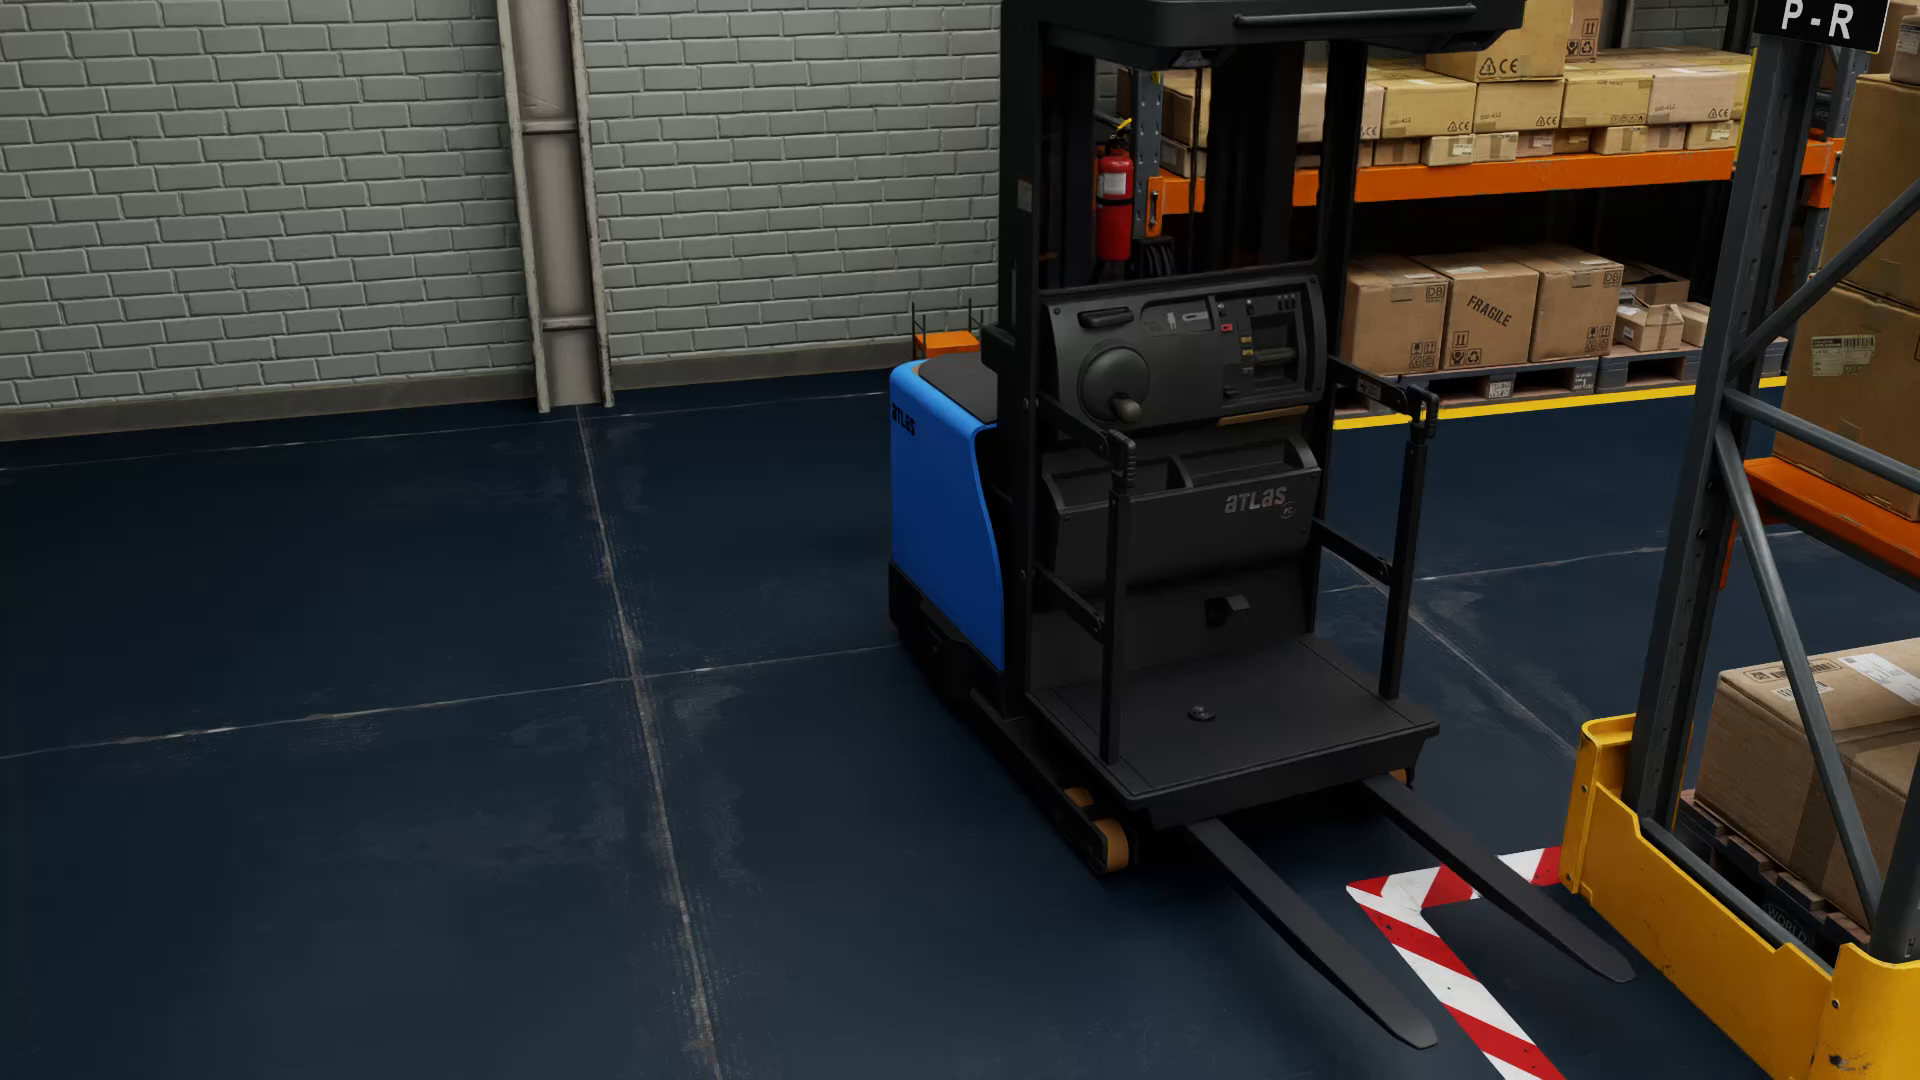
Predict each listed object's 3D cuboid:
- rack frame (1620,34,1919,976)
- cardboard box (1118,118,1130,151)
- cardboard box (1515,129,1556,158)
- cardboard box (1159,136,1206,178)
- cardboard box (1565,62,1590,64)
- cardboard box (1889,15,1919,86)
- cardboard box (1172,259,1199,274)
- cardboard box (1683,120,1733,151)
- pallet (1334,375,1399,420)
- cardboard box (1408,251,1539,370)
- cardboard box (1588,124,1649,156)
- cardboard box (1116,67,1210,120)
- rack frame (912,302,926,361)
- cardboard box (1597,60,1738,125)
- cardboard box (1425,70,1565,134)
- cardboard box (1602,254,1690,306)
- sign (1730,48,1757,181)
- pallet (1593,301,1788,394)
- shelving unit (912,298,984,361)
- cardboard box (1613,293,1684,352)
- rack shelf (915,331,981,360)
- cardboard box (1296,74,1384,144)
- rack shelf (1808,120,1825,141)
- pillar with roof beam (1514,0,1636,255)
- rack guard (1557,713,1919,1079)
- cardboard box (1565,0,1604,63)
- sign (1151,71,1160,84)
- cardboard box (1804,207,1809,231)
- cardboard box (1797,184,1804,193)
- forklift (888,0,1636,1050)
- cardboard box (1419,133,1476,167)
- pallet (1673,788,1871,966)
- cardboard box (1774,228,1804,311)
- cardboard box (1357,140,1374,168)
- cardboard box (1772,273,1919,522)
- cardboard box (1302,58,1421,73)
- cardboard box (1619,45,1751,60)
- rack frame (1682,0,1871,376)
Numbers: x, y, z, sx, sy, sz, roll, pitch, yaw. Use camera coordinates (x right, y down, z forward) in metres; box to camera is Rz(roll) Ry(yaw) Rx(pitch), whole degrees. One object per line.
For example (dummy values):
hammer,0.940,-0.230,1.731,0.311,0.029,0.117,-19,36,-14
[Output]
rack frame,2.099,-0.193,3.896,0.127,3.000,1.000,-6,24,-14
cardboard box,1.001,-2.099,8.656,0.250,0.149,0.380,-7,24,-15
cardboard box,2.877,-2.100,8.659,0.250,0.149,0.380,-6,24,-14
cardboard box,1.145,-1.893,8.175,0.250,0.149,0.380,-6,24,-15
cardboard box,3.078,-2.510,9.110,0.500,0.250,0.500,-6,24,-13
cardboard box,2.391,-1.111,3.817,0.250,0.149,0.380,-6,24,-14
cardboard box,1.369,-1.152,8.764,0.637,0.503,0.797,-7,24,-16
cardboard box,3.879,-2.185,8.857,0.250,0.149,0.380,-6,24,-13
pallet,1.595,-0.889,9.054,1.213,0.211,1.003,-6,24,-14
cardboard box,2.739,-1.245,8.985,0.500,0.500,0.500,-6,24,-13
cardboard box,3.380,-2.130,8.728,0.250,0.149,0.380,-7,24,-15
cardboard box,1.126,-2.295,8.607,0.500,0.250,0.500,-6,24,-13
rack frame,-0.169,-0.464,6.999,0.008,1.050,0.200,-6,24,-14
cardboard box,3.703,-2.365,8.771,0.500,0.250,0.500,-6,24,-14
cardboard box,2.723,-2.263,8.532,0.500,0.250,0.500,-7,24,-16
cardboard box,3.906,-1.480,9.772,0.500,0.311,0.500,-5,24,-12
sign,1.966,-1.041,4.104,0.005,0.325,0.100,-6,24,-14
pallet,3.944,-1.149,9.660,1.213,0.211,1.003,-6,24,-14
shelving unit,-0.052,-0.477,7.030,0.252,1.050,0.215,-6,24,-14
cardboard box,3.805,-1.231,9.249,0.258,0.266,0.396,-5,24,-12
rack shelf,-0.052,-0.728,6.922,0.240,0.259,0.215,-6,24,-14
cardboard box,1.750,-2.145,8.257,0.500,0.250,0.500,-6,24,-14
rack shelf,6.532,-2.386,9.918,4.000,0.370,1.077,-6,24,-14
pillar with roof beam,4.855,-3.894,4.912,0.400,9.000,9.100,-6,24,-14
rack guard,2.076,0.958,4.383,0.348,0.500,1.175,-6,24,-14
cardboard box,3.100,-2.858,8.969,0.500,0.500,0.500,-7,24,-16
sign,0.901,-2.269,7.636,0.005,0.325,0.100,-6,24,-14
cardboard box,5.023,-1.783,9.416,0.250,0.149,0.380,-5,24,-12
cardboard box,5.134,-2.024,9.979,0.250,0.149,0.380,-6,24,-14
forklift,0.780,-0.547,4.808,1.130,2.935,3.031,-10,25,-21
cardboard box,2.399,-2.011,8.451,0.250,0.149,0.380,-7,24,-16
pallet,2.848,0.974,4.713,1.213,0.211,1.003,-6,24,-14
cardboard box,5.133,-1.514,9.611,0.500,0.500,0.500,-5,24,-12
cardboard box,1.881,-1.982,8.384,0.250,0.149,0.380,-6,24,-13
cardboard box,2.492,-0.391,4.230,0.500,0.500,0.500,-6,24,-14
cardboard box,2.101,-2.400,8.852,0.500,0.250,0.500,-6,24,-13
cardboard box,4.056,-2.621,9.367,0.500,0.250,0.500,-7,24,-15
rack frame,4.606,-2.503,9.280,0.127,3.000,1.000,-6,24,-14
